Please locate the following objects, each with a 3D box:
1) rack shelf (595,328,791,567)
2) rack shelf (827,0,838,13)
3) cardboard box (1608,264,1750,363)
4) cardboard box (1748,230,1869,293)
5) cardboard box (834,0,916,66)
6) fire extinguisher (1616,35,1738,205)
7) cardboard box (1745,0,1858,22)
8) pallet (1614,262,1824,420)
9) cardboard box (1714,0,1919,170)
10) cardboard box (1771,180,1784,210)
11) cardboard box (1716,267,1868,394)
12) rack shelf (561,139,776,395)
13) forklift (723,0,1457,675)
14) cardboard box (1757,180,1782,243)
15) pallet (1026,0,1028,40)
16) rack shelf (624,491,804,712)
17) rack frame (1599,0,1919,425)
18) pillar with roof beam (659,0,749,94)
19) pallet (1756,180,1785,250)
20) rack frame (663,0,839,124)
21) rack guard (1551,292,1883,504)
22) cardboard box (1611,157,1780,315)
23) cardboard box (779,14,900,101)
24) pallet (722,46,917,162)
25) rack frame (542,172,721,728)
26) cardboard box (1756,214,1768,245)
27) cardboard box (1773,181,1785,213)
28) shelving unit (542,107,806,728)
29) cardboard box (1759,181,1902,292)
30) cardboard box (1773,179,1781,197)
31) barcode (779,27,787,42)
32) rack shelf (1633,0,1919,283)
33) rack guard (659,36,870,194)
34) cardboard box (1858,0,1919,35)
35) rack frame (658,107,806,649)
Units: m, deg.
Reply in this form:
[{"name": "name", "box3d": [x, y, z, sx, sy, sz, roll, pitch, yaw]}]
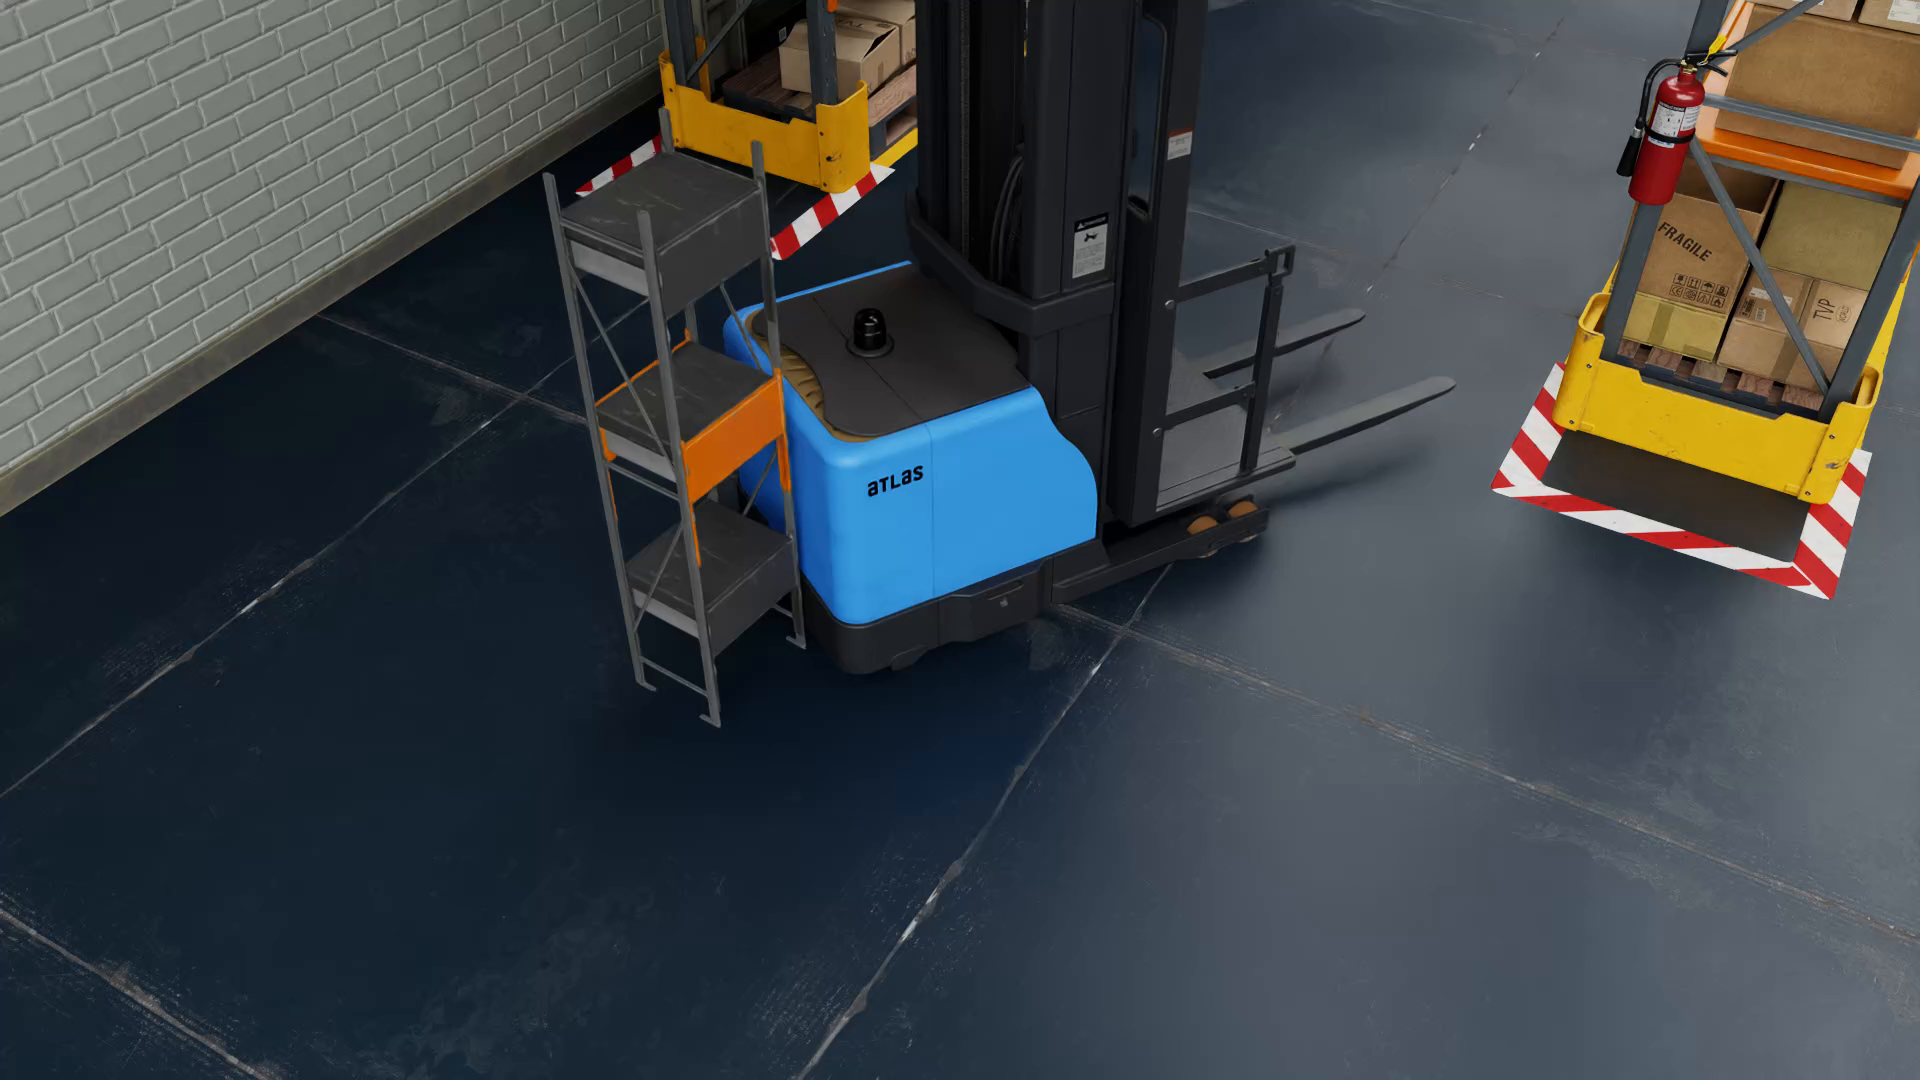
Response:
[{"name": "rack shelf", "box3d": [-0.890, -0.312, 5.536, 0.431, 0.518, 0.480, 25, 47, 25]}, {"name": "rack shelf", "box3d": [-0.091, -4.074, 9.651, 1.077, 0.370, 4.000, 21, 45, 22]}, {"name": "cardboard box", "box3d": [3.211, -1.094, 7.485, 0.500, 0.250, 0.500, 21, 45, 22]}, {"name": "cardboard box", "box3d": [3.906, -1.210, 7.617, 0.500, 0.250, 0.500, 21, 45, 22]}, {"name": "cardboard box", "box3d": [-0.383, -3.048, 9.643, 0.500, 0.311, 0.500, 25, 47, 25]}, {"name": "fire extinguisher", "box3d": [2.737, -1.620, 6.379, 0.296, 0.674, 0.183, 21, 45, 22]}, {"name": "cardboard box", "box3d": [3.225, -2.126, 6.328, 0.380, 0.149, 0.250, 20, 45, 21]}, {"name": "pallet", "box3d": [3.545, -0.968, 7.690, 1.003, 0.211, 1.213, 21, 45, 22]}, {"name": "cardboard box", "box3d": [3.443, -1.864, 6.521, 0.700, 0.500, 0.500, 21, 45, 22]}, {"name": "cardboard box", "box3d": [3.951, -1.956, 8.464, 0.500, 0.250, 0.500, 21, 45, 22]}, {"name": "cardboard box", "box3d": [3.659, -0.922, 7.291, 0.500, 0.250, 0.500, 21, 45, 22]}, {"name": "rack shelf", "box3d": [-0.890, -0.837, 5.074, 0.431, 0.518, 0.480, 25, 47, 25]}, {"name": "forklift", "box3d": [0.661, -1.315, 6.026, 3.031, 2.935, 1.130, -20, 45, -21]}, {"name": "cardboard box", "box3d": [3.699, -1.670, 8.140, 0.500, 0.250, 0.500, 21, 45, 22]}, {"name": "pallet", "box3d": [-0.006, -3.345, 10.389, 1.003, 0.211, 1.213, 21, 45, 22]}, {"name": "rack shelf", "box3d": [-0.890, 0.213, 5.999, 0.431, 0.518, 0.480, 25, 47, 25]}, {"name": "rack frame", "box3d": [3.198, -1.563, 6.256, 1.000, 3.000, 0.127, 21, 45, 22]}, {"name": "pillar with roof beam", "box3d": [2.236, -4.714, 5.294, 9.100, 9.000, 0.400, 21, 45, 22]}, {"name": "pallet", "box3d": [4.156, -1.664, 8.479, 1.003, 0.211, 1.213, 21, 45, 22]}, {"name": "rack frame", "box3d": [-1.092, -3.200, 8.114, 1.000, 3.000, 0.127, 21, 45, 22]}, {"name": "rack guard", "box3d": [3.186, -0.612, 7.066, 1.175, 0.500, 0.348, 21, 45, 22]}, {"name": "cardboard box", "box3d": [3.209, -1.376, 7.238, 0.500, 0.500, 0.500, 21, 45, 22]}, {"name": "cardboard box", "box3d": [-0.668, -2.722, 9.273, 0.500, 0.311, 0.500, 16, 44, 17]}, {"name": "pallet", "box3d": [-0.617, -2.650, 9.599, 1.003, 0.211, 1.213, 21, 45, 22]}, {"name": "rack frame", "box3d": [-1.029, -0.190, 5.376, 0.400, 2.100, 0.015, 25, 47, 25]}, {"name": "cardboard box", "box3d": [3.451, -1.384, 7.814, 0.500, 0.250, 0.500, 21, 45, 22]}, {"name": "cardboard box", "box3d": [4.147, -1.781, 7.698, 0.500, 0.500, 0.500, 21, 45, 22]}, {"name": "shelving unit", "box3d": [-0.890, -0.322, 5.527, 0.431, 2.100, 0.503, 25, 47, 25]}, {"name": "cardboard box", "box3d": [3.908, -1.491, 7.368, 0.500, 0.500, 0.500, 21, 45, 22]}, {"name": "cardboard box", "box3d": [3.697, -1.953, 7.893, 0.500, 0.500, 0.500, 21, 45, 22]}, {"name": "barcode", "box3d": [-1.005, -2.868, 9.432, 0.001, 0.075, 0.075, 21, 45, 22]}, {"name": "rack shelf", "box3d": [4.199, -2.438, 7.793, 1.077, 0.370, 4.000, 21, 45, 22]}, {"name": "rack guard", "box3d": [-1.054, -2.305, 8.989, 1.175, 0.500, 0.348, 21, 45, 22]}, {"name": "cardboard box", "box3d": [3.581, -1.998, 6.182, 0.380, 0.149, 0.250, 21, 45, 22]}, {"name": "rack frame", "box3d": [-0.751, -0.455, 5.678, 0.400, 2.100, 0.015, 25, 47, 25]}]
